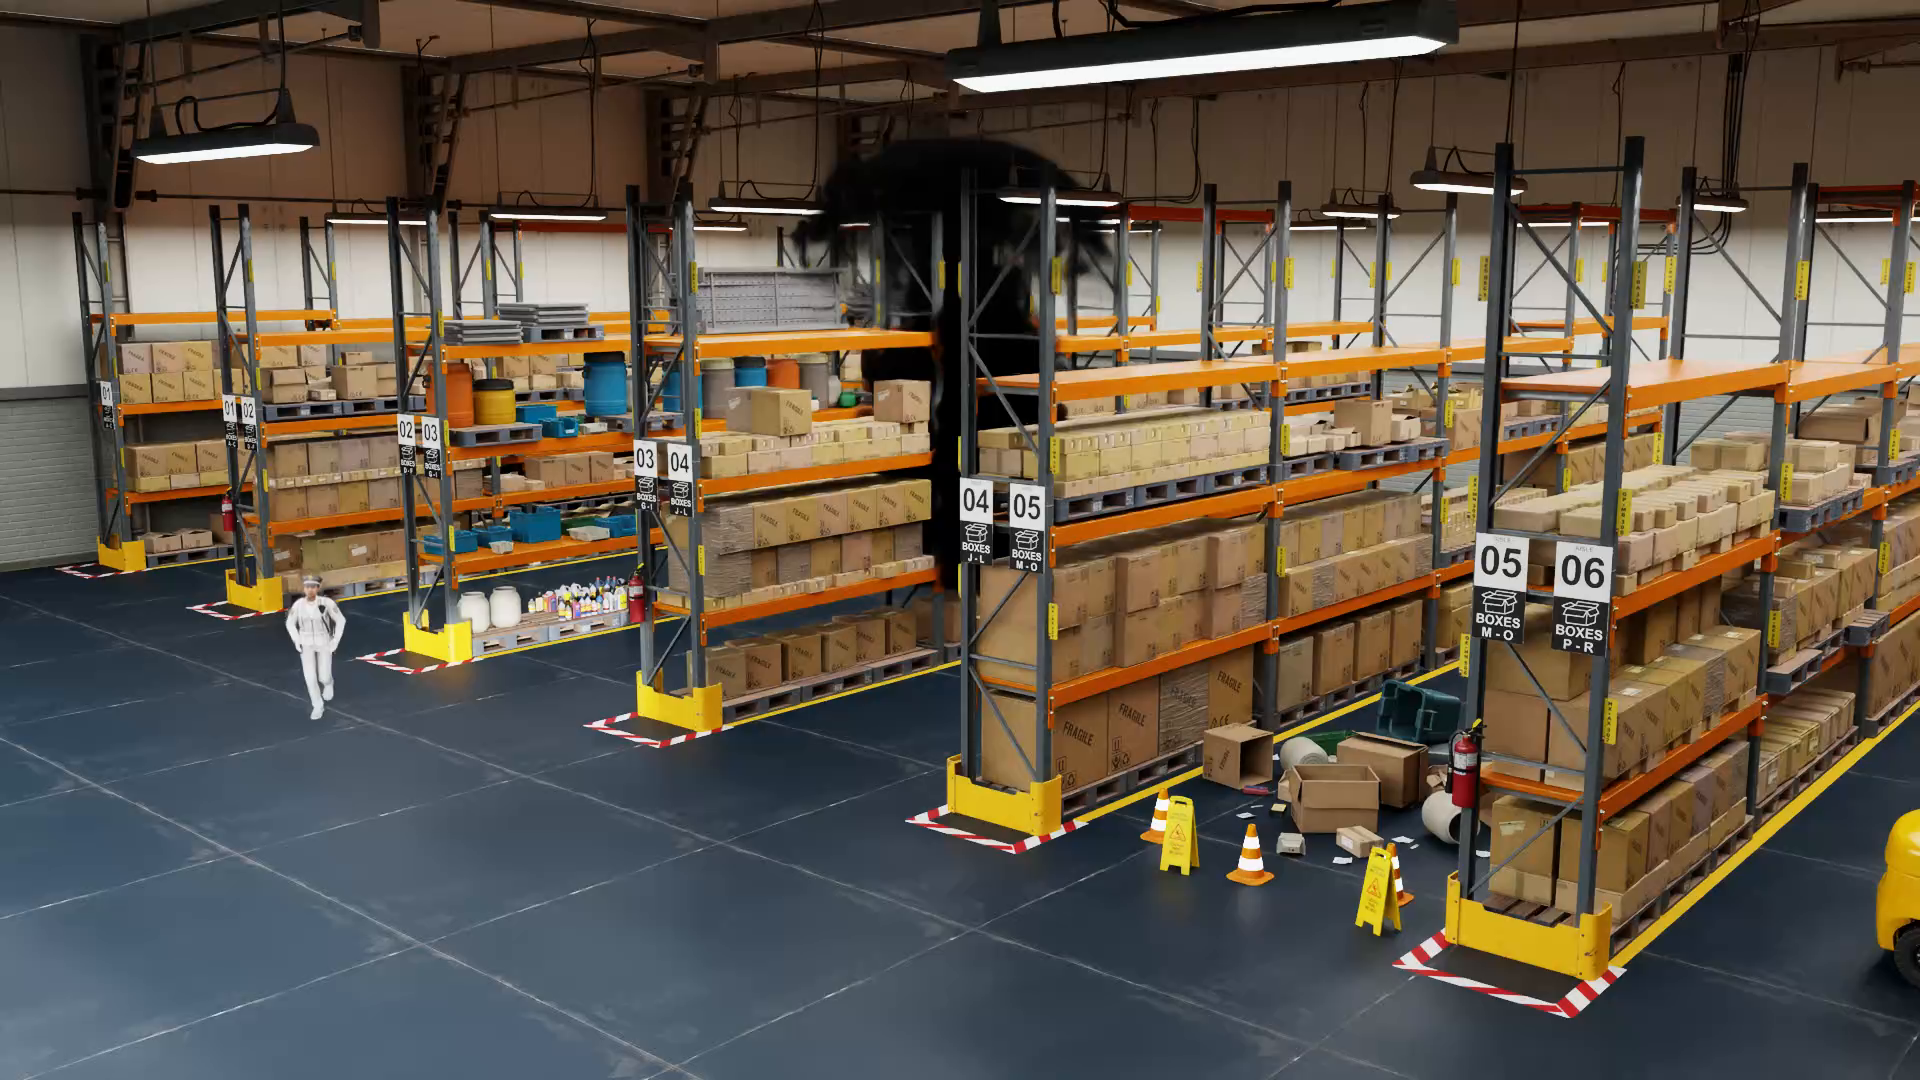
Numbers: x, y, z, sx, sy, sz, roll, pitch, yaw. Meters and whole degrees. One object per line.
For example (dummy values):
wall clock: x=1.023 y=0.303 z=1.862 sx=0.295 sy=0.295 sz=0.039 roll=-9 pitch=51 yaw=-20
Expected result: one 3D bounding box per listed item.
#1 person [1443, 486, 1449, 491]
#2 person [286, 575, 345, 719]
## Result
person: x=7.617 y=-0.039 z=26.436 sx=0.809 sy=1.737 sz=0.573 roll=-9 pitch=13 yaw=-43
person: x=-7.422 y=1.190 z=19.195 sx=0.647 sy=1.661 sz=0.598 roll=-3 pitch=10 yaw=-15
